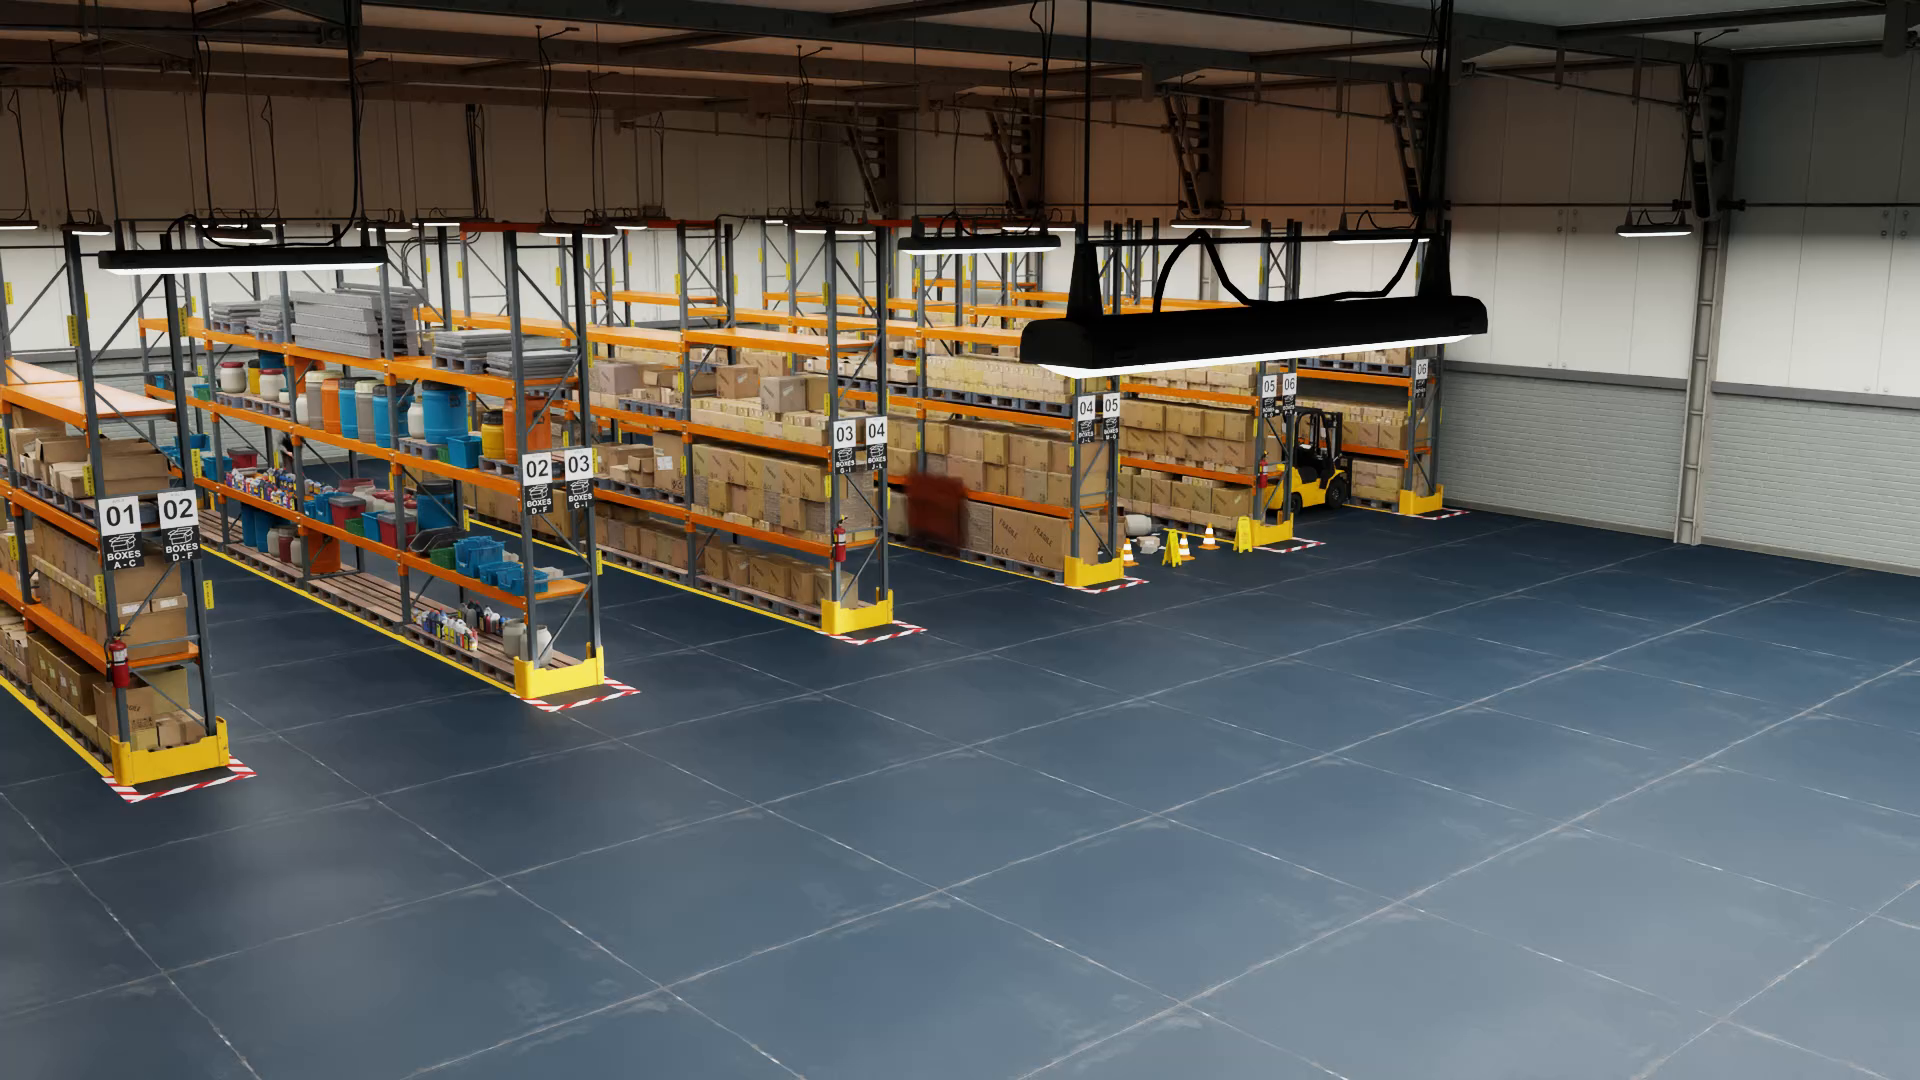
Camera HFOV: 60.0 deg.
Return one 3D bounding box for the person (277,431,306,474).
[{"bbox_3d":[-14.897,-1.886,37.106,0.654,1.624,0.717,-7,13,-32],"label":"person"}]
